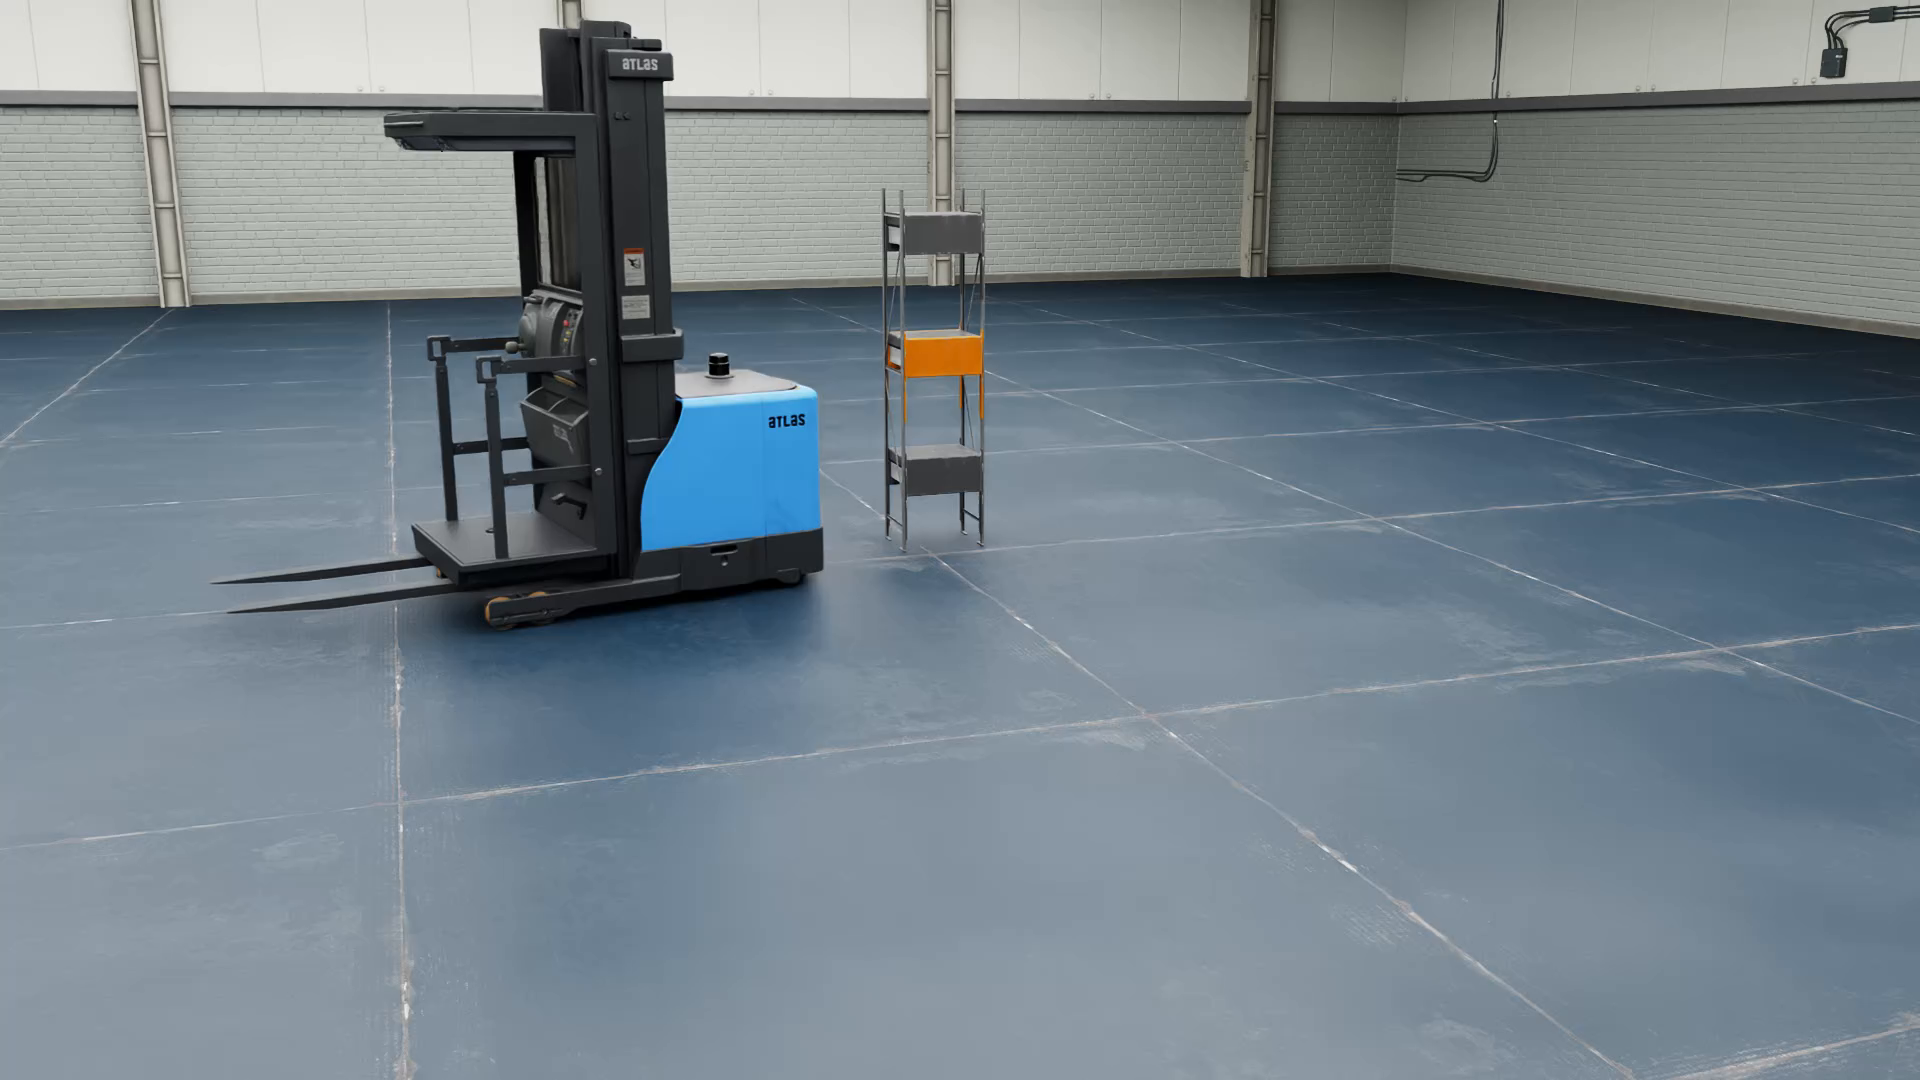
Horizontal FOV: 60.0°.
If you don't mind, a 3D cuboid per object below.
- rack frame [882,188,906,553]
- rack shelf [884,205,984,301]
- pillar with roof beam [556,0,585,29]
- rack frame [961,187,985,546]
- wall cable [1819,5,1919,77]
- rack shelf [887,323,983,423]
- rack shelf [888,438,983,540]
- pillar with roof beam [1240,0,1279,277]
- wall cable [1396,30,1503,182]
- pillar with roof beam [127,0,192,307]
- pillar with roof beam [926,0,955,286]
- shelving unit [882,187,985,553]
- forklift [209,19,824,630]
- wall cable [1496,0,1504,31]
[{"bbox_3d":[-0.388,-0.991,9.773,0.015,2.100,0.400,-4,14,-18],"label":"rack frame"},{"bbox_3d":[-0.157,-1.677,9.690,0.480,0.518,0.431,-4,14,-18],"label":"rack shelf"},{"bbox_3d":[-4.635,-7.367,21.670,0.400,9.000,9.100,-4,14,-18],"label":"pillar with roof beam"},{"bbox_3d":[0.074,-1.027,9.924,0.015,2.100,0.400,-4,14,-18],"label":"rack frame"},{"bbox_3d":[11.592,-8.696,19.905,0.169,6.003,2.305,-4,14,-18],"label":"wall cable"},{"bbox_3d":[-0.157,-0.996,9.852,0.480,0.518,0.431,-4,14,-18],"label":"rack shelf"},{"bbox_3d":[-0.157,-0.315,10.014,0.480,0.518,0.431,-4,14,-18],"label":"rack shelf"},{"bbox_3d":[6.738,-8.253,25.393,0.400,9.000,9.100,-4,14,-18],"label":"pillar with roof beam"},{"bbox_3d":[8.579,-7.614,29.417,0.112,2.526,3.097,-4,14,-18],"label":"wall cable"},{"bbox_3d":[-10.322,-6.925,19.808,0.400,9.000,9.100,-4,14,-18],"label":"pillar with roof beam"},{"bbox_3d":[1.052,-7.810,23.531,0.400,9.000,9.100,-4,14,-18],"label":"pillar with roof beam"},{"bbox_3d":[-0.157,-1.009,9.848,0.503,2.100,0.431,-4,14,-18],"label":"shelving unit"},{"bbox_3d":[-2.284,-1.116,8.501,3.031,2.935,1.130,-8,15,-29],"label":"forklift"},{"bbox_3d":[9.442,-9.478,26.338,0.112,2.526,3.097,-4,14,-18],"label":"wall cable"}]
